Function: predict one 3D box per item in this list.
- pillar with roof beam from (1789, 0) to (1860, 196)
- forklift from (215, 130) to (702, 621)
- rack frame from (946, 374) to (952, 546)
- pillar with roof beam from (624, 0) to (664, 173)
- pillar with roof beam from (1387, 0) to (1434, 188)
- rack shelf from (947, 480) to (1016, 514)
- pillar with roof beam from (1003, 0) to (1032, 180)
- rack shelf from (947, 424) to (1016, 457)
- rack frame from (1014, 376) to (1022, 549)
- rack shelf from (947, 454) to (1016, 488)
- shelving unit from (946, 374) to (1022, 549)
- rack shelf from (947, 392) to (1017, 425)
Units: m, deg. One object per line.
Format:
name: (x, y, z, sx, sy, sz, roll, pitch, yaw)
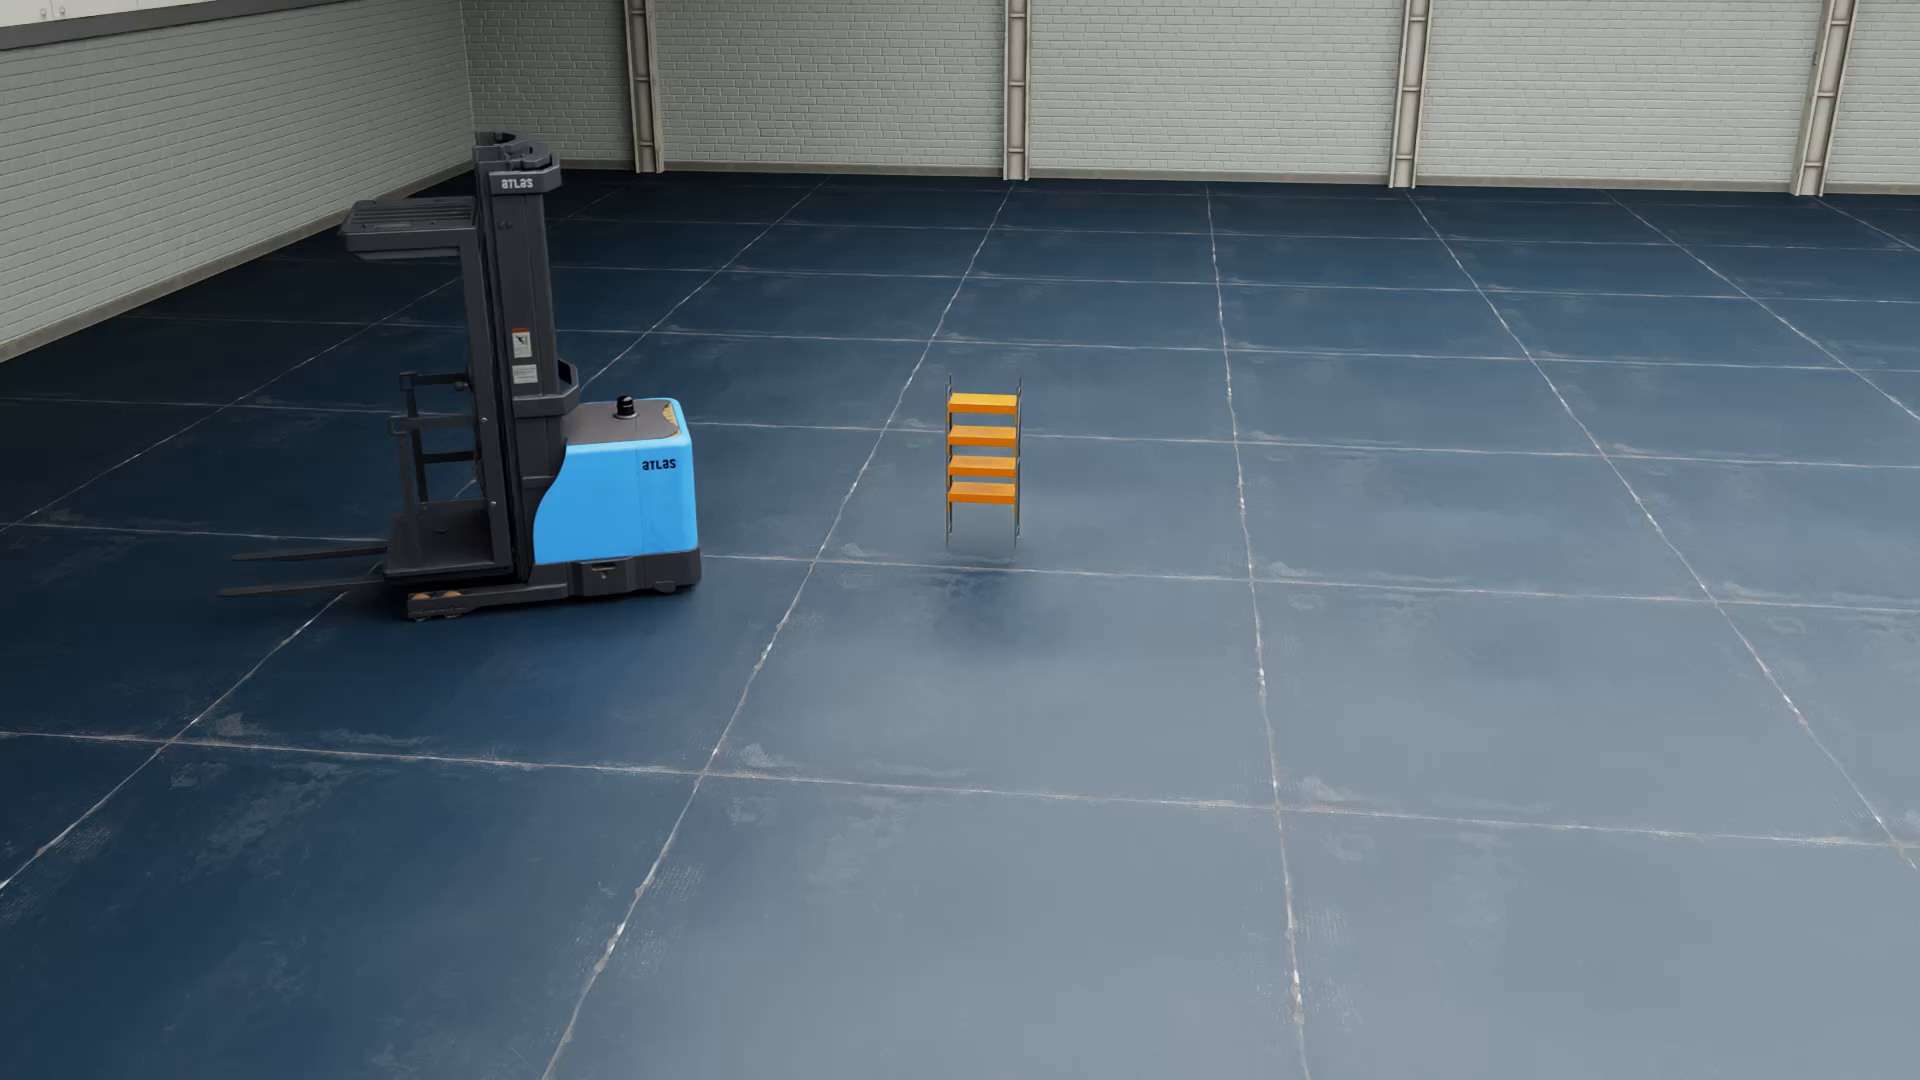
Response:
pillar with roof beam: (12.308, -7.858, 19.576, 0.400, 9.000, 9.100, 2, 22, 6)
forklift: (-3.296, -1.061, 10.637, 3.031, 2.935, 1.130, -5, 22, -13)
rack frame: (-0.078, -0.561, 11.728, 0.015, 1.200, 0.240, 2, 22, 6)
pillar with roof beam: (-5.567, -8.637, 21.546, 0.400, 9.000, 9.100, 2, 22, 6)
pillar with roof beam: (6.350, -8.118, 20.233, 0.400, 9.000, 9.100, 2, 22, 6)
rack shelf: (0.164, -0.304, 11.799, 0.480, 0.148, 0.258, 2, 22, 6)
pillar with roof beam: (0.391, -8.377, 20.889, 0.400, 9.000, 9.100, 2, 22, 6)
rack shelf: (0.164, -0.696, 11.644, 0.480, 0.148, 0.258, 2, 22, 6)
rack frame: (0.407, -0.540, 11.674, 0.015, 1.200, 0.240, 2, 22, 6)
rack shelf: (0.164, -0.488, 11.726, 0.480, 0.148, 0.258, 2, 22, 6)
shelving unit: (0.164, -0.551, 11.701, 0.503, 1.200, 0.258, 2, 22, 6)
rack shelf: (0.164, -0.916, 11.557, 0.480, 0.148, 0.258, 2, 22, 6)
